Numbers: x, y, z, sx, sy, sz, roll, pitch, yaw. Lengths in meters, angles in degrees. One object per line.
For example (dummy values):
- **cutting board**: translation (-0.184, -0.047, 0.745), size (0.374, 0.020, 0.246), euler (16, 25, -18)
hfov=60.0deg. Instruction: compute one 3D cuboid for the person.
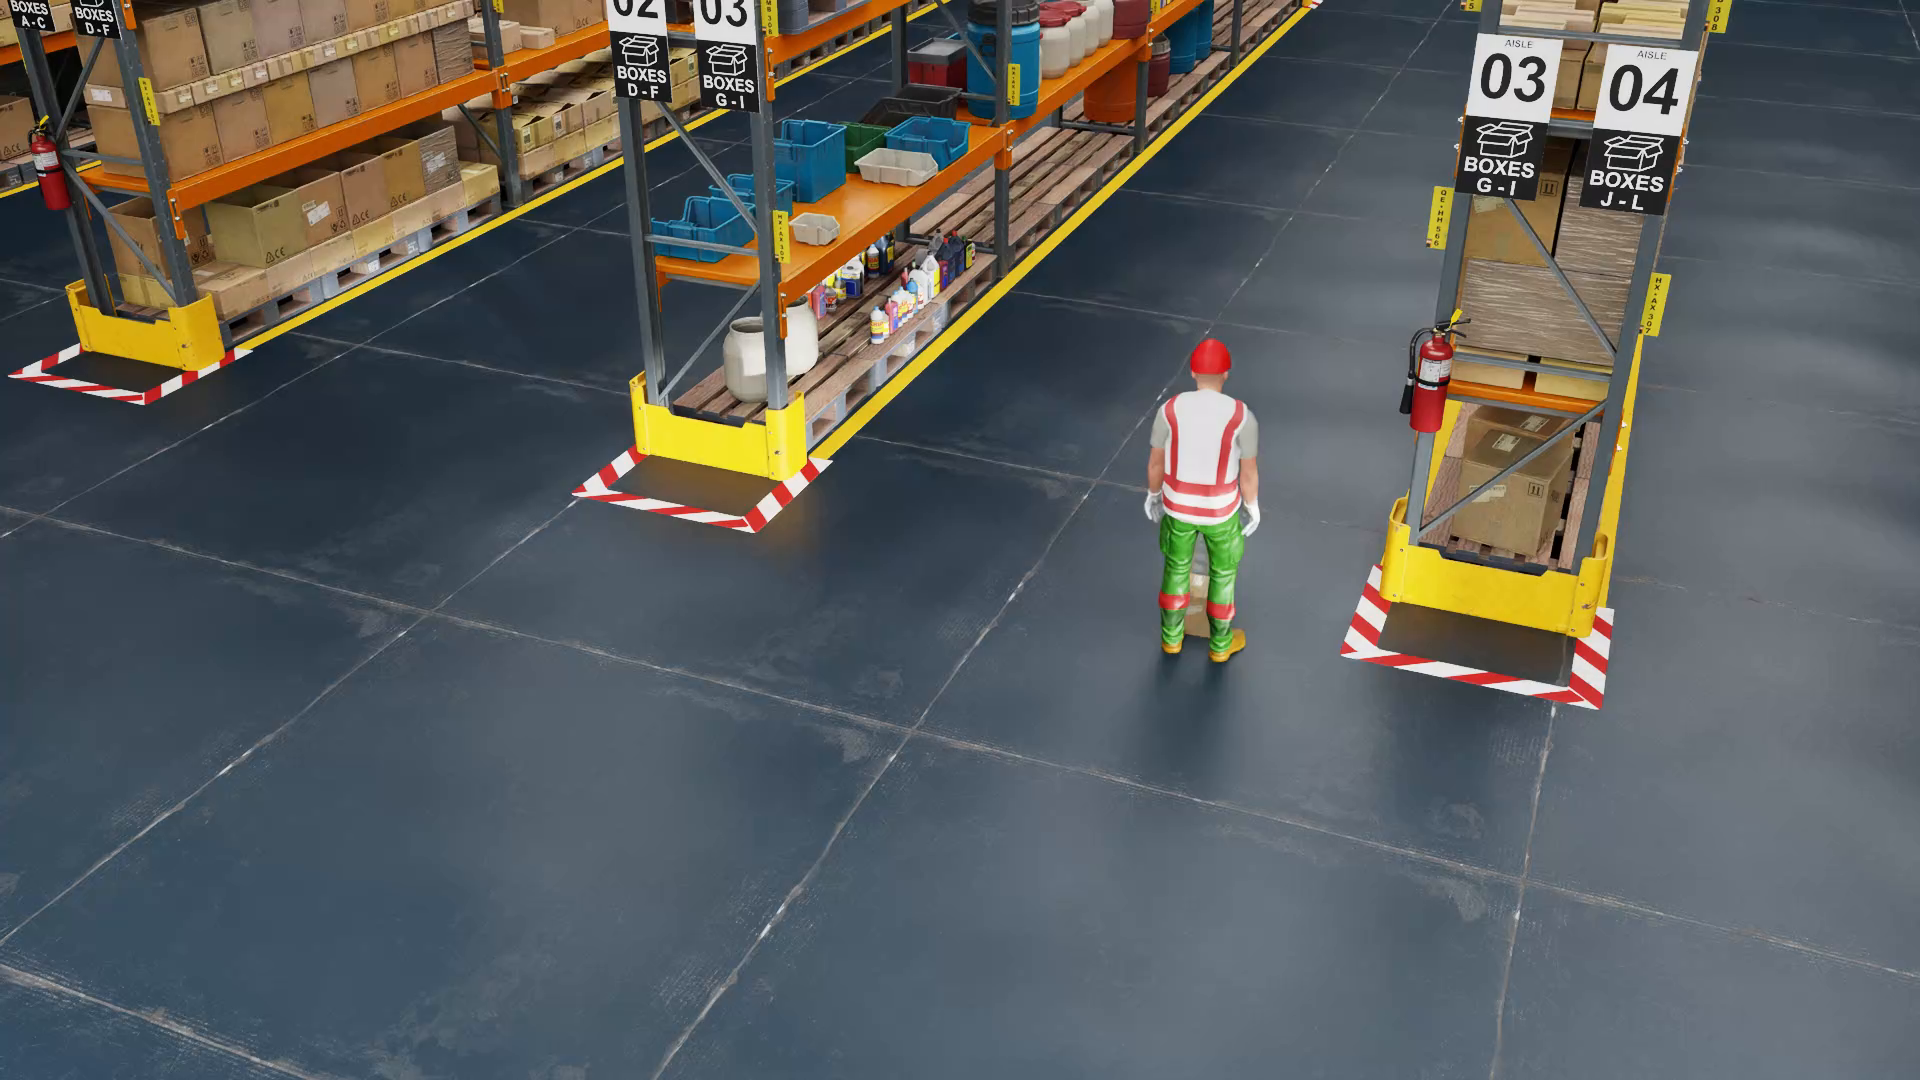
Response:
- **person**: translation (1.273, -0.192, 8.732), size (0.610, 1.774, 0.451), euler (10, 31, 16)
